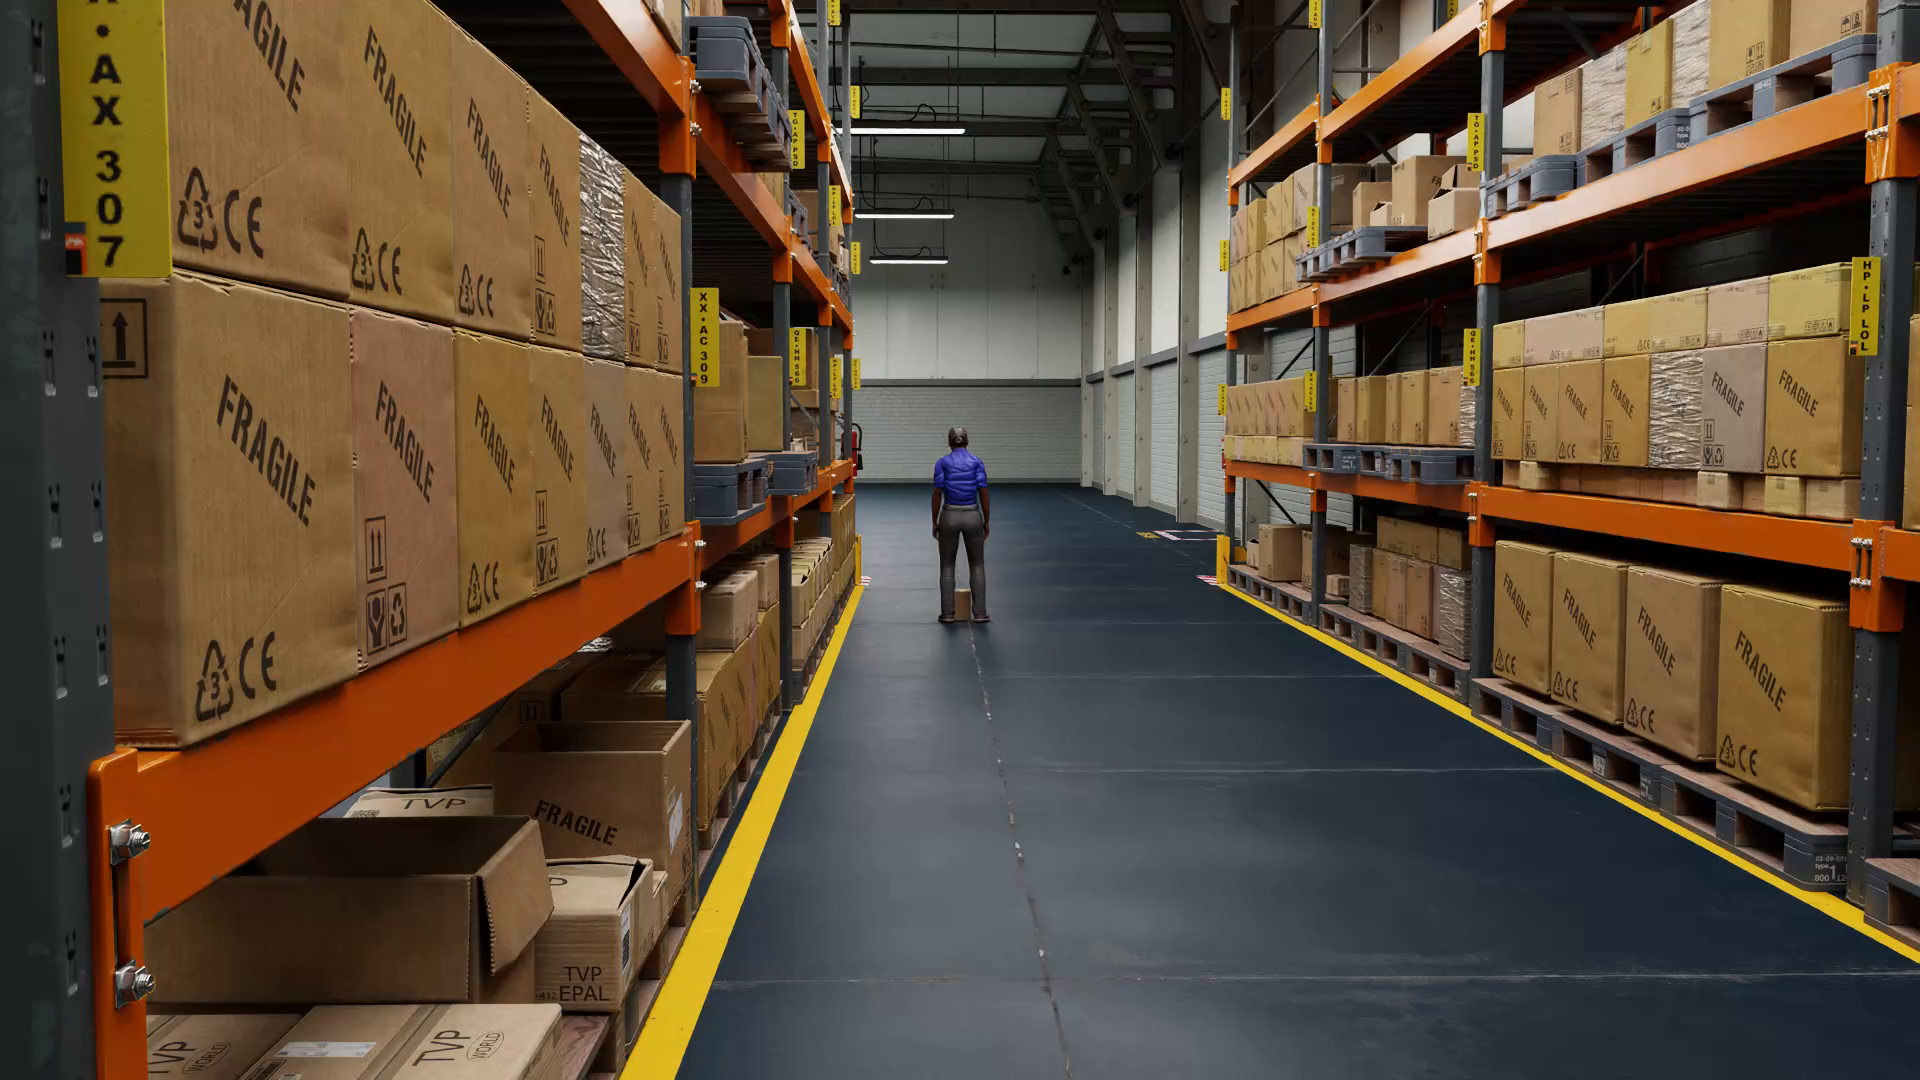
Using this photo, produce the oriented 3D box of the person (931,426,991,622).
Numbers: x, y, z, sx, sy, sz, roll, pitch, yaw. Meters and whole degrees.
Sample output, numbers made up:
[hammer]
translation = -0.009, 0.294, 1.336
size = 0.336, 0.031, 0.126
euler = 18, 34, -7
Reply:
[person]
translation = 0.012, -0.132, 13.990
size = 0.506, 1.654, 0.350
euler = 0, 4, -3
